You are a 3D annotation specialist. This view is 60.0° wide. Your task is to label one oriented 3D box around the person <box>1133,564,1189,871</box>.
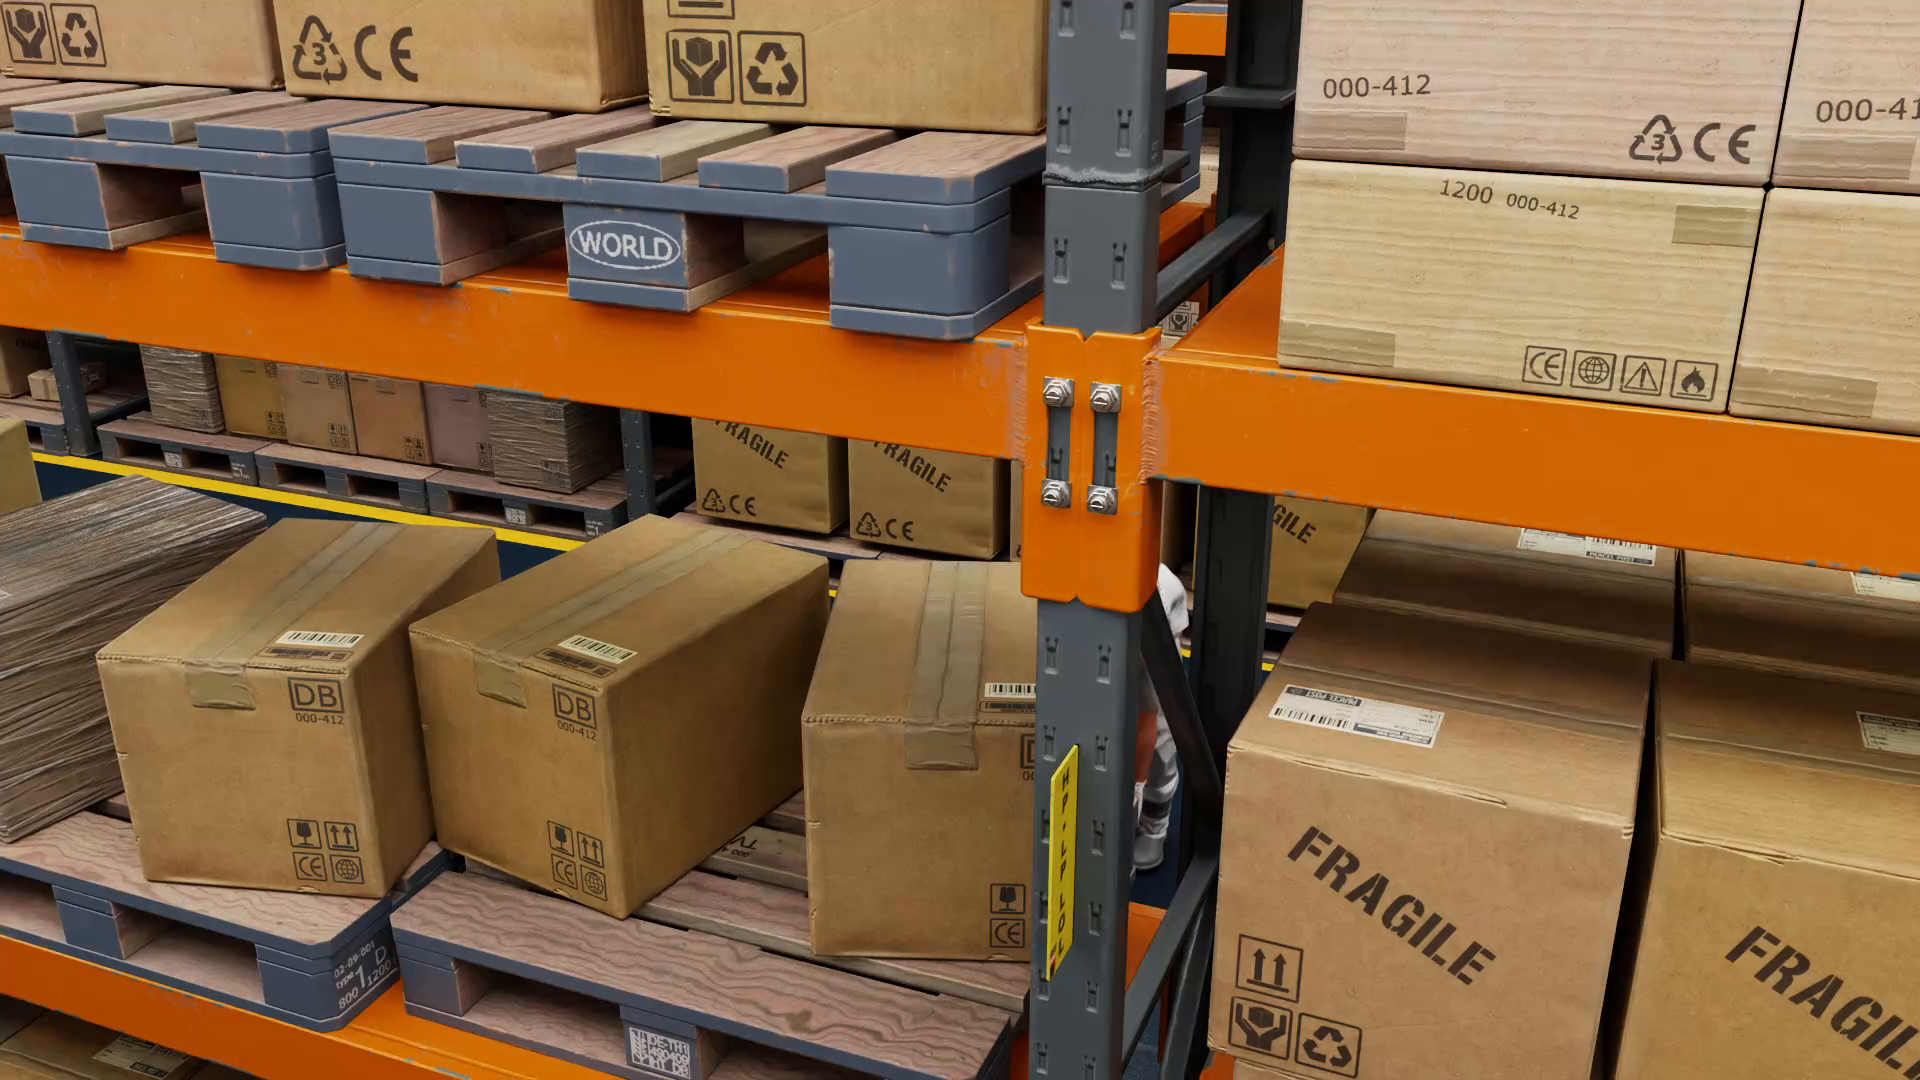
[{"bbox_3d":[0.497,0.648,5.718,0.493,1.218,0.947,8,23,19],"label":"person"}]
